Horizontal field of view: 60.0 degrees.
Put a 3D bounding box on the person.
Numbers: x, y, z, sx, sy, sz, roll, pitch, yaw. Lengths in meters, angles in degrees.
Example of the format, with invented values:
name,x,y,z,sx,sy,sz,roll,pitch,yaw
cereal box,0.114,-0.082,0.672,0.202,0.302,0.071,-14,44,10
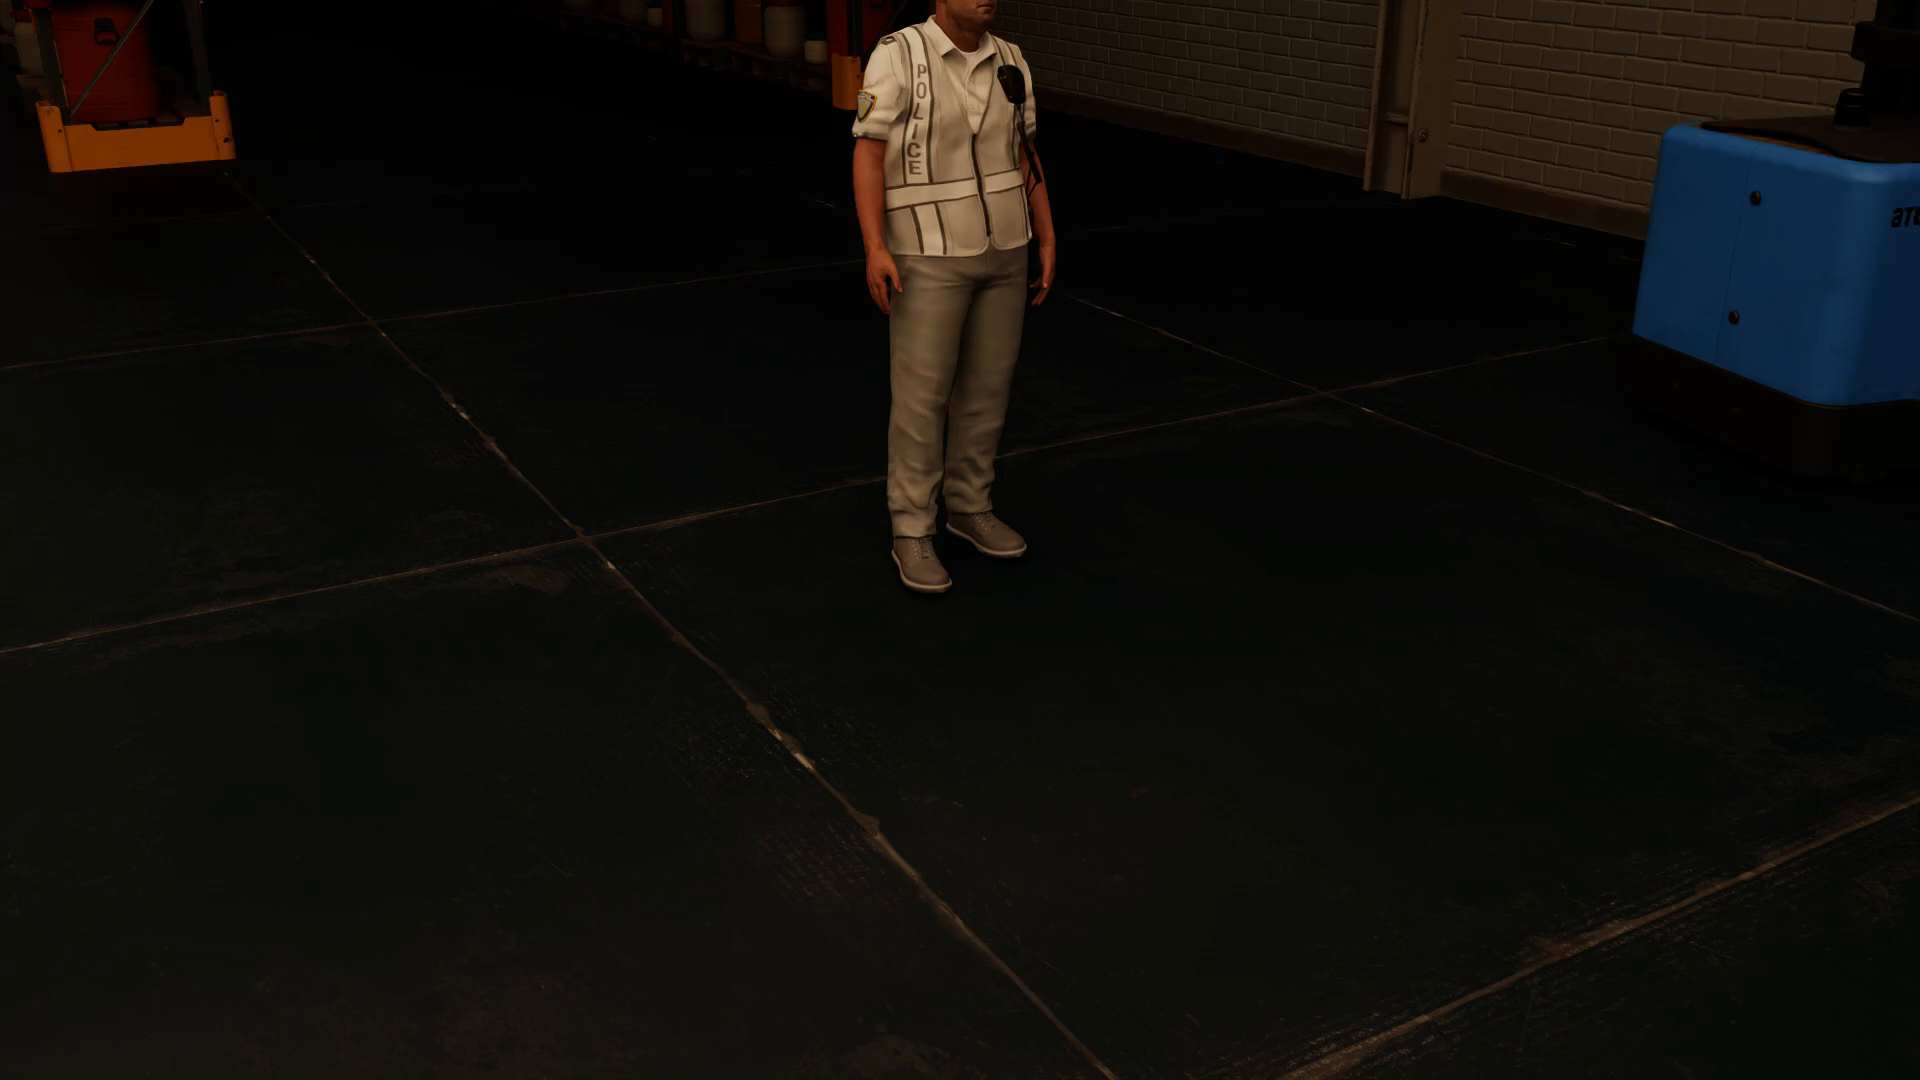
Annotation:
name,x,y,z,sx,sy,sz,roll,pitch,yaw
person,0.029,-0.804,4.725,0.641,1.780,0.574,-12,25,-28

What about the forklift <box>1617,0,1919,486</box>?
name,x,y,z,sx,sy,sz,roll,pitch,yaw
forklift,4.064,-1.839,5.756,3.031,2.935,1.130,-7,23,-16
